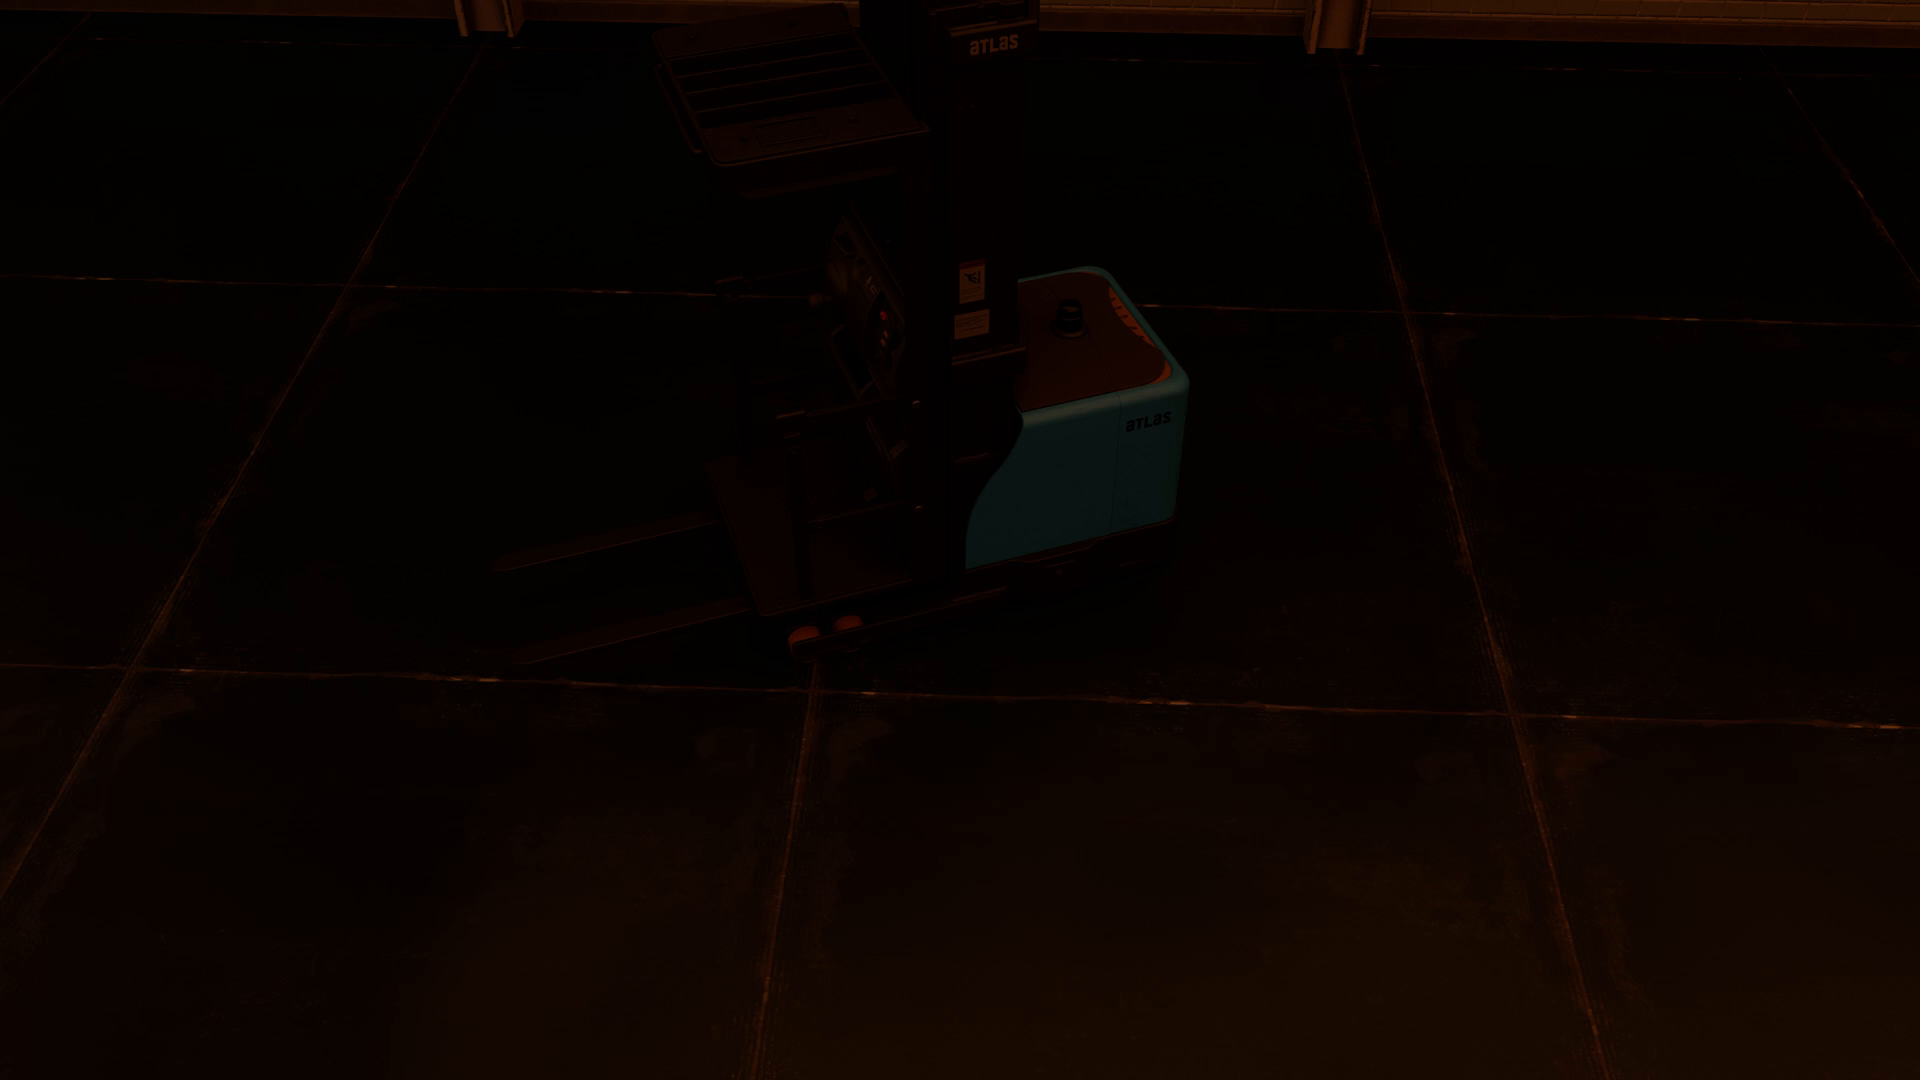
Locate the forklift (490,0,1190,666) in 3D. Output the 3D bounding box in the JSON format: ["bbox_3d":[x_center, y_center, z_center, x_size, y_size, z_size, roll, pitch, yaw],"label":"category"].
[{"bbox_3d":[-0.573,-0.945,6.778,3.031,2.935,1.130,-13,44,-14],"label":"forklift"}]
